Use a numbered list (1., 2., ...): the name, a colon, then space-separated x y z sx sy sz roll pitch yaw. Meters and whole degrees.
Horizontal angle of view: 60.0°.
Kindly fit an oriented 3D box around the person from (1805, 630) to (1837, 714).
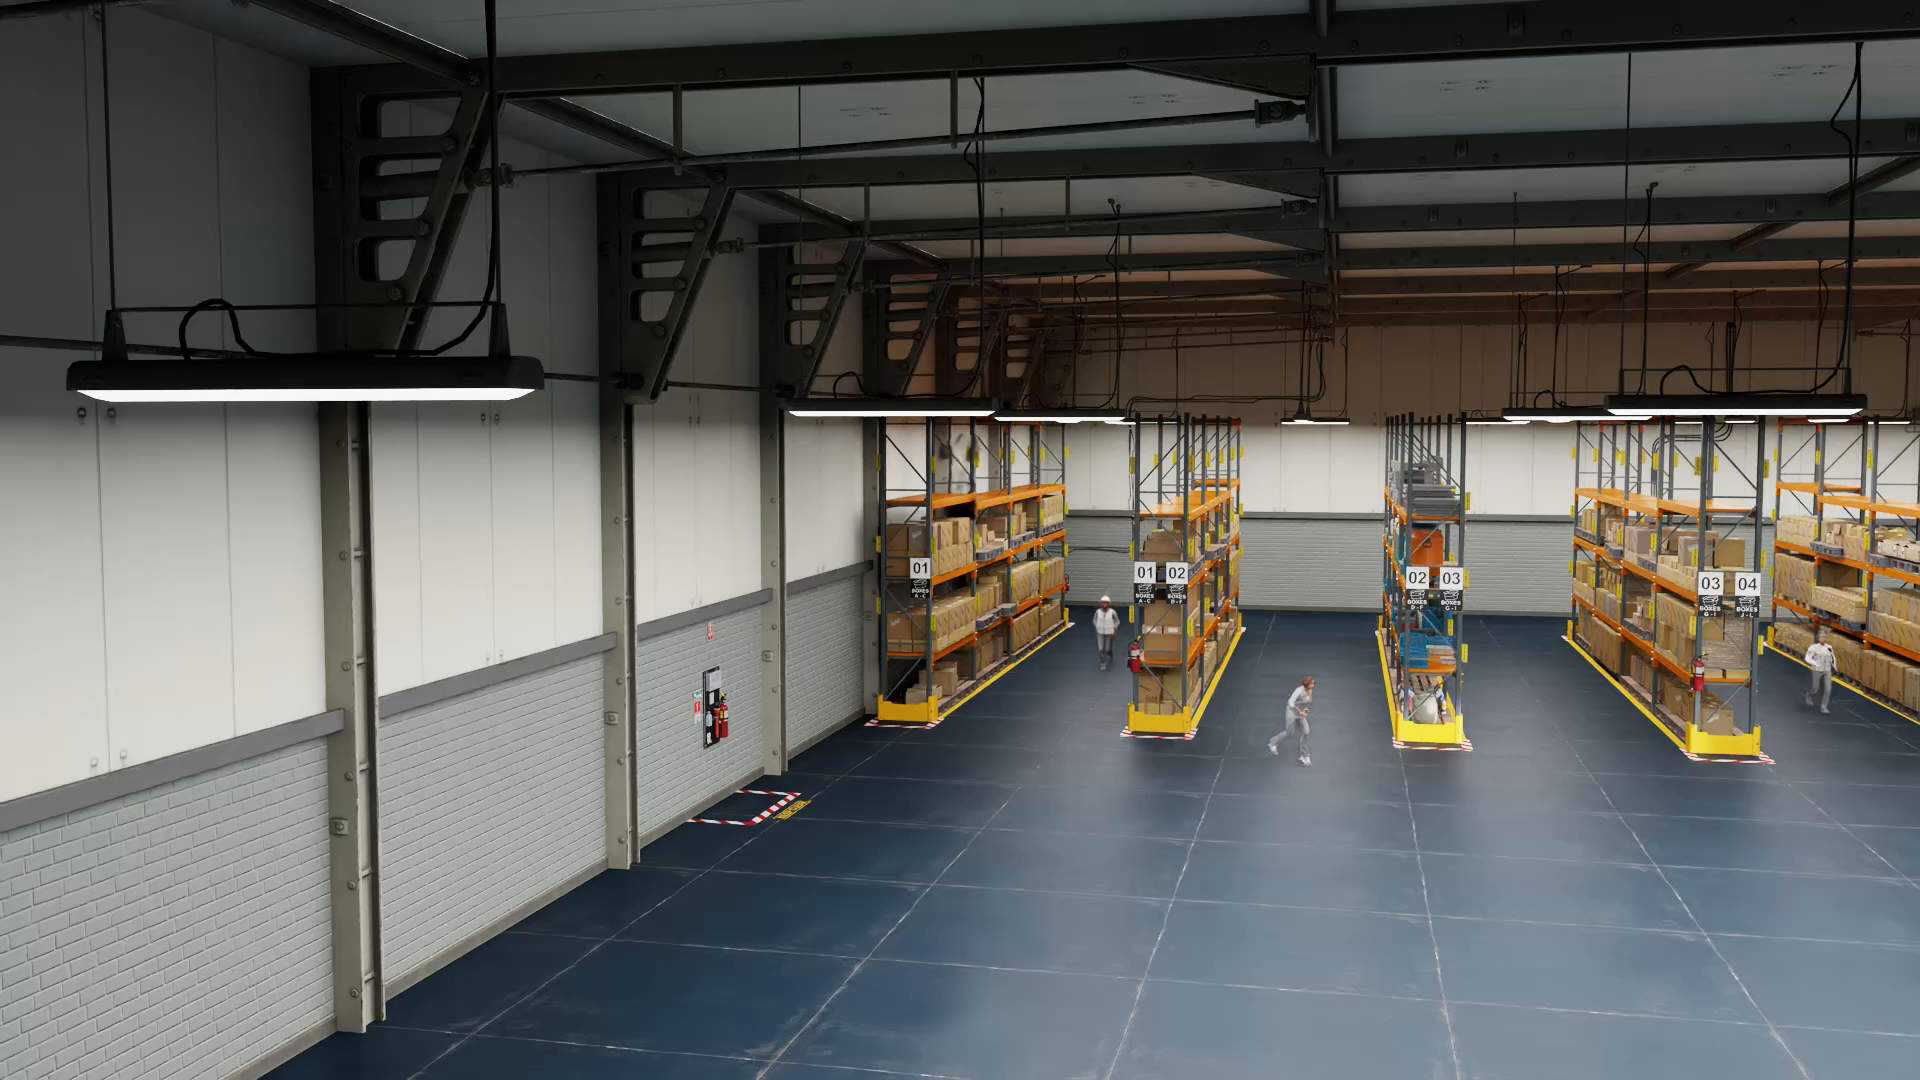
1. person: 17.313 2.631 33.422 0.625 1.654 0.724 0 4 5

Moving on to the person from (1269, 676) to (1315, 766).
1. person: 5.684 3.054 28.486 0.919 1.546 0.575 4 5 45

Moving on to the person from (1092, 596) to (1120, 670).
1. person: 3.450 2.201 39.460 0.660 1.733 0.599 1 4 15
